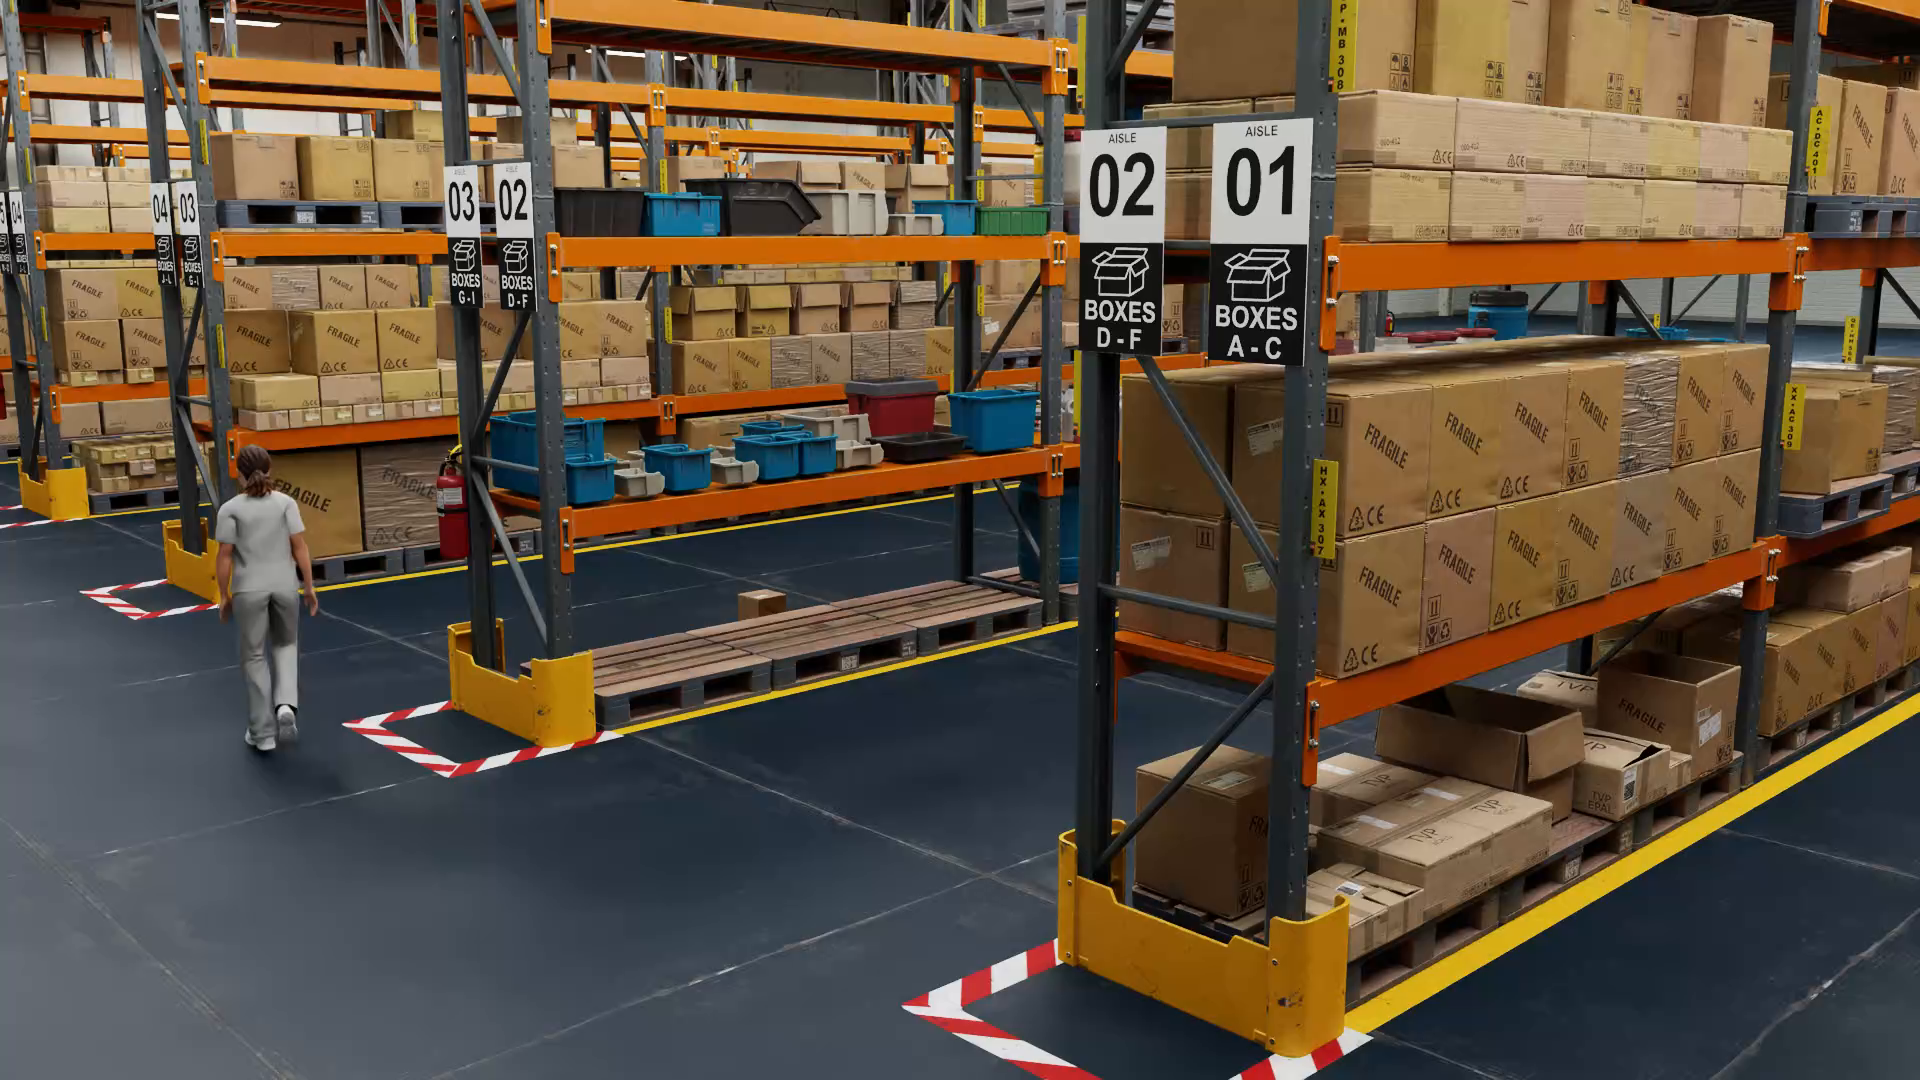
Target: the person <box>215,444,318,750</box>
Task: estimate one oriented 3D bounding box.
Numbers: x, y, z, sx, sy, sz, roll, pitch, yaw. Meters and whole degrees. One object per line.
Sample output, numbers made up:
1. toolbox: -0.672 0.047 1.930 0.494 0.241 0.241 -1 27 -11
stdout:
1. person: -3.836 0.312 9.179 0.487 1.693 0.433 -8 13 -36
